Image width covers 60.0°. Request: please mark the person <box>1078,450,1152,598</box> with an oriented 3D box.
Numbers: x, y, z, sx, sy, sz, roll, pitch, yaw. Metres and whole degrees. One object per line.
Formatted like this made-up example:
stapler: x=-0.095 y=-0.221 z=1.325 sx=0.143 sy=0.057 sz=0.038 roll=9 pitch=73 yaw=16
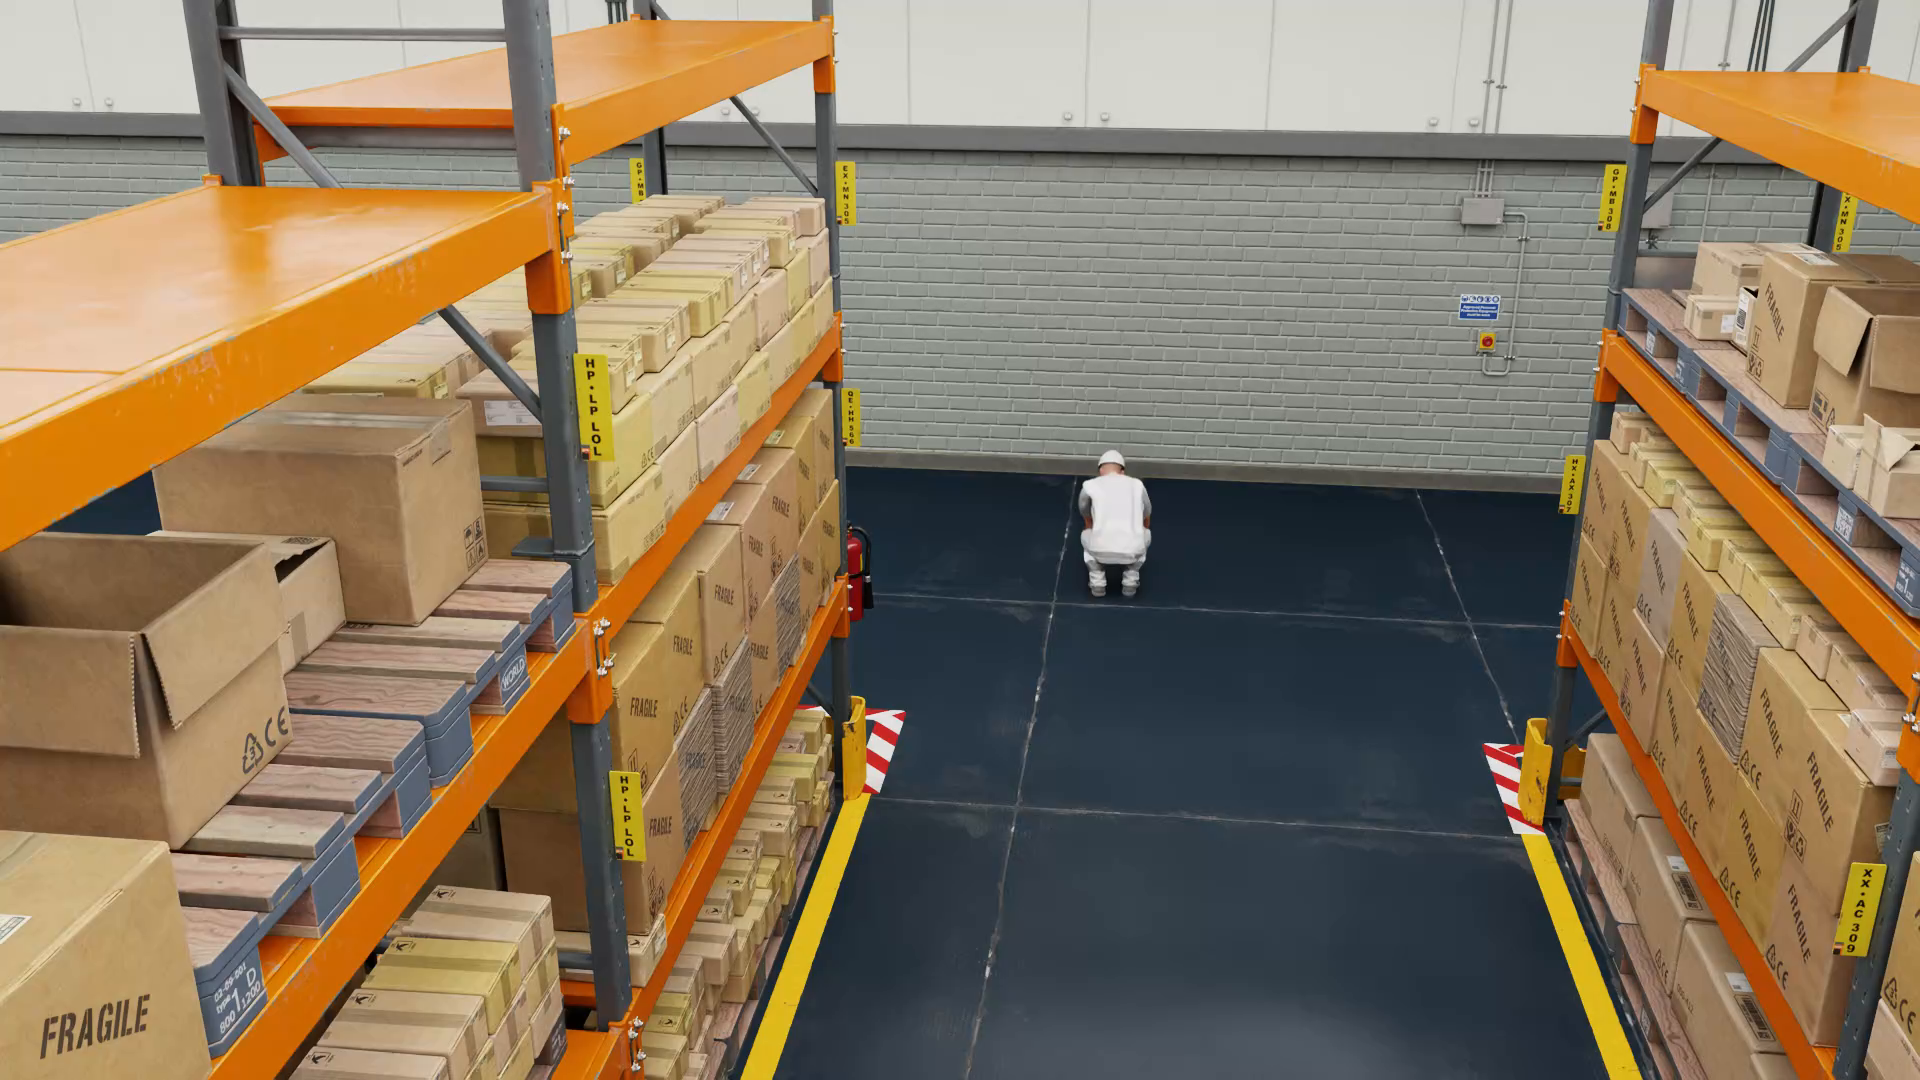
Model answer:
person: x=1.161 y=-0.120 z=12.487 sx=0.561 sy=0.992 sz=0.873 roll=2 pitch=21 yaw=6
